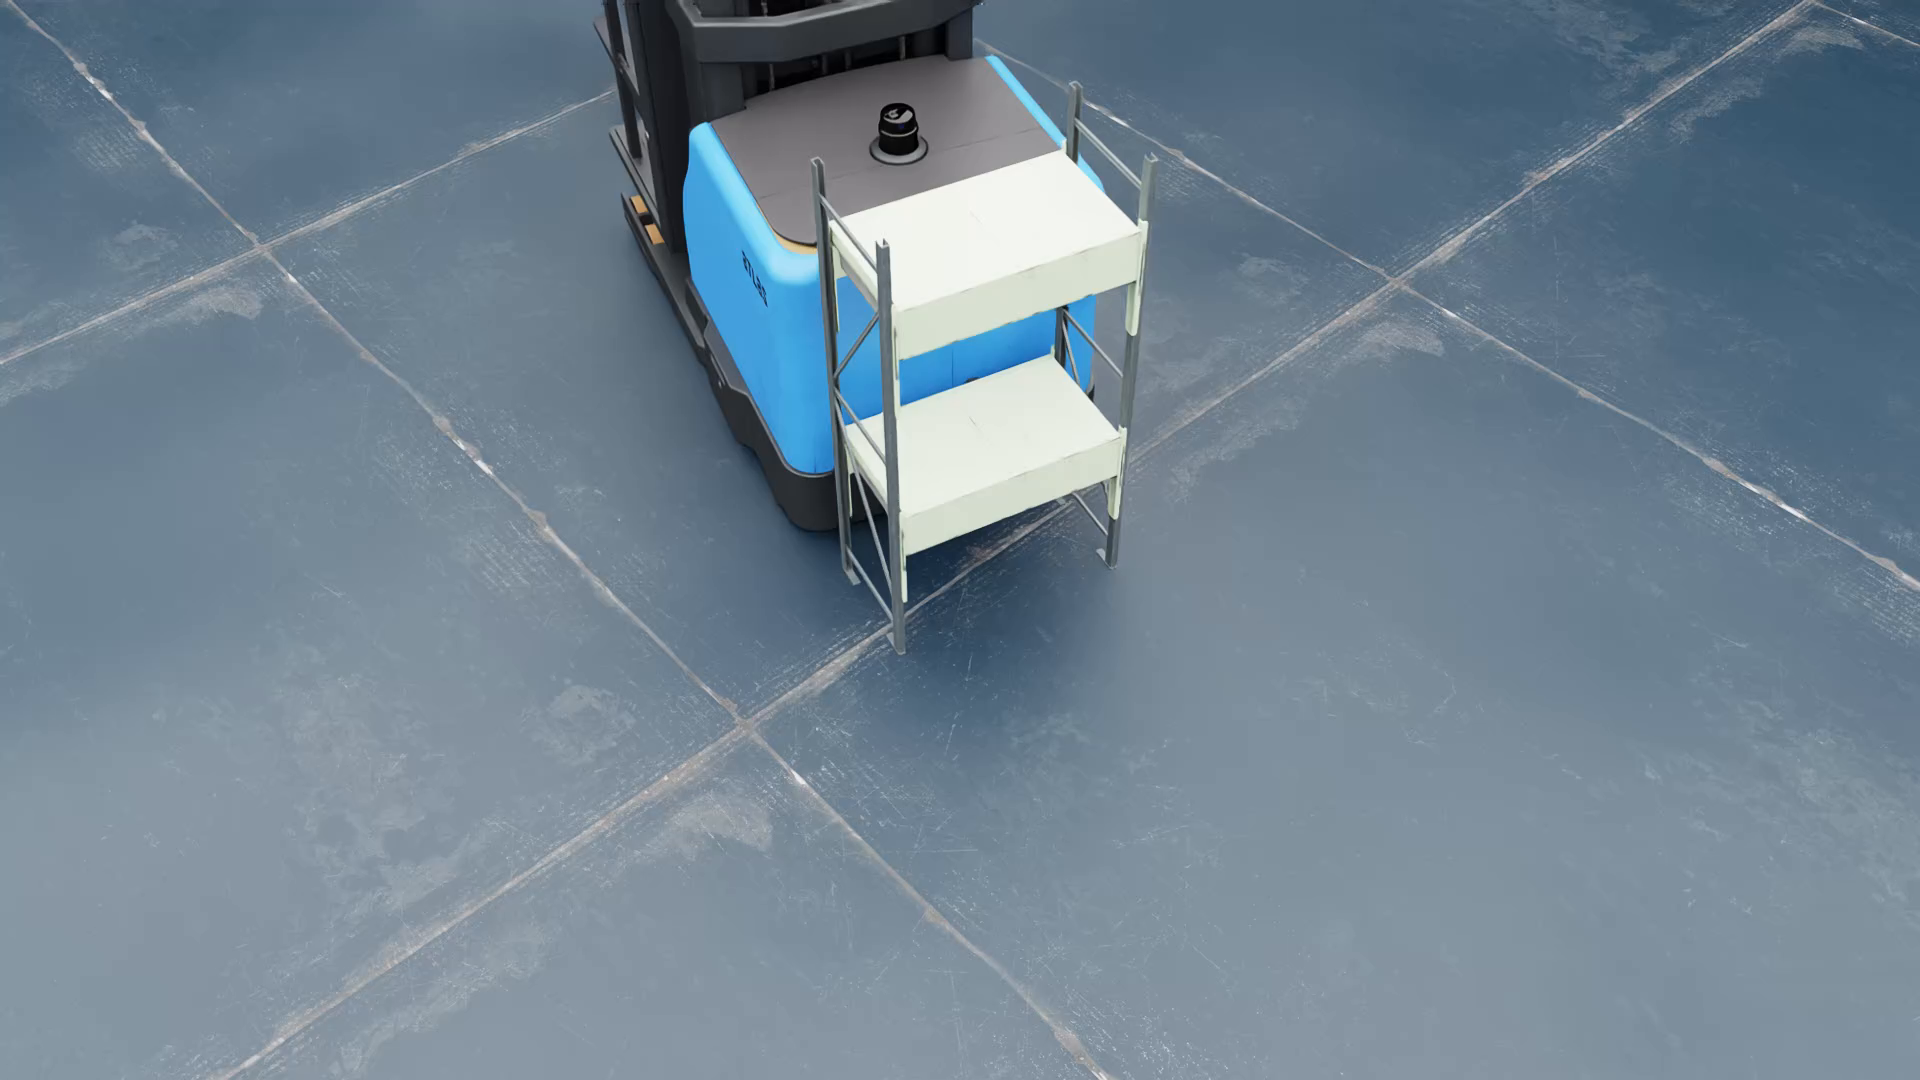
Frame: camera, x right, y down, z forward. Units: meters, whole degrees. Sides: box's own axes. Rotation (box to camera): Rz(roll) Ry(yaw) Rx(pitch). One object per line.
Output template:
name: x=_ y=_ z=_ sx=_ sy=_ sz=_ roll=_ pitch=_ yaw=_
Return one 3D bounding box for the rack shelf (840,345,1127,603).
rack shelf: x=0.060 y=-0.201 z=4.859 sx=0.720 sy=0.370 sz=0.431 roll=-21 pitch=51 yaw=-18

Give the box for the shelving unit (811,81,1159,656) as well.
shelving unit: x=0.060 y=-0.422 z=4.619 sx=0.755 sy=1.500 sz=0.431 roll=-21 pitch=51 yaw=-18

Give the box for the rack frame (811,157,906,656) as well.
rack frame: x=-0.264 y=-0.297 z=4.504 sx=0.023 sy=1.500 sz=0.400 roll=-21 pitch=51 yaw=-18

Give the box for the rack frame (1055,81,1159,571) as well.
rack frame: x=0.384 y=-0.547 z=4.734 sx=0.023 sy=1.500 sz=0.400 roll=-21 pitch=51 yaw=-18

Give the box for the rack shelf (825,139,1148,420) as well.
rack shelf: x=0.060 y=-0.687 z=4.332 sx=0.720 sy=0.370 sz=0.431 roll=-21 pitch=51 yaw=-18

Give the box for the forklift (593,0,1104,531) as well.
forklift: x=-0.622 y=-2.122 z=5.213 sx=1.130 sy=2.935 sz=3.031 roll=-18 pitch=50 yaw=-16
